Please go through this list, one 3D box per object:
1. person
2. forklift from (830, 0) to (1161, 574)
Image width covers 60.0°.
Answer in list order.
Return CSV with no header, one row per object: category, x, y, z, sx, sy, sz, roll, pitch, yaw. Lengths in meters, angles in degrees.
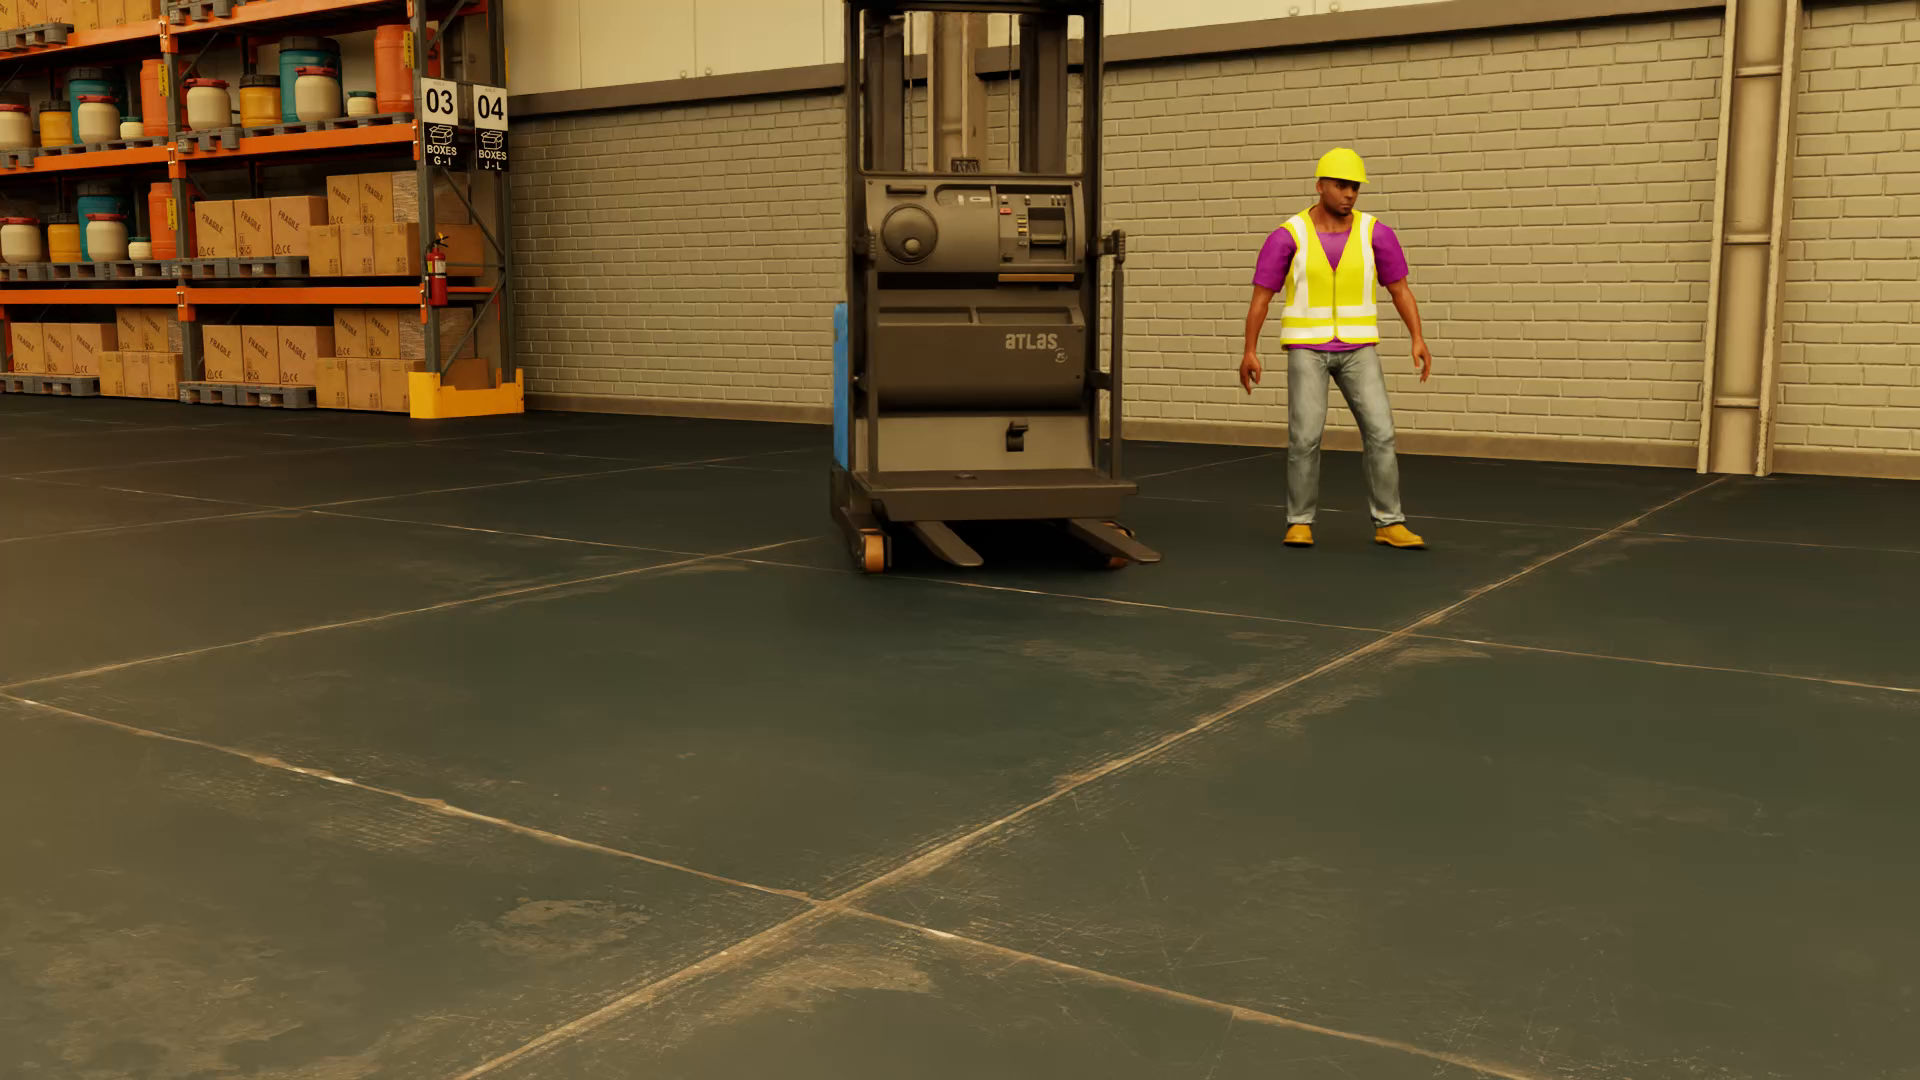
person,1.654,-0.841,7.343,0.816,1.740,0.415,0,8,1
forklift,0.101,-1.366,6.800,1.130,2.935,3.031,-1,8,-9
